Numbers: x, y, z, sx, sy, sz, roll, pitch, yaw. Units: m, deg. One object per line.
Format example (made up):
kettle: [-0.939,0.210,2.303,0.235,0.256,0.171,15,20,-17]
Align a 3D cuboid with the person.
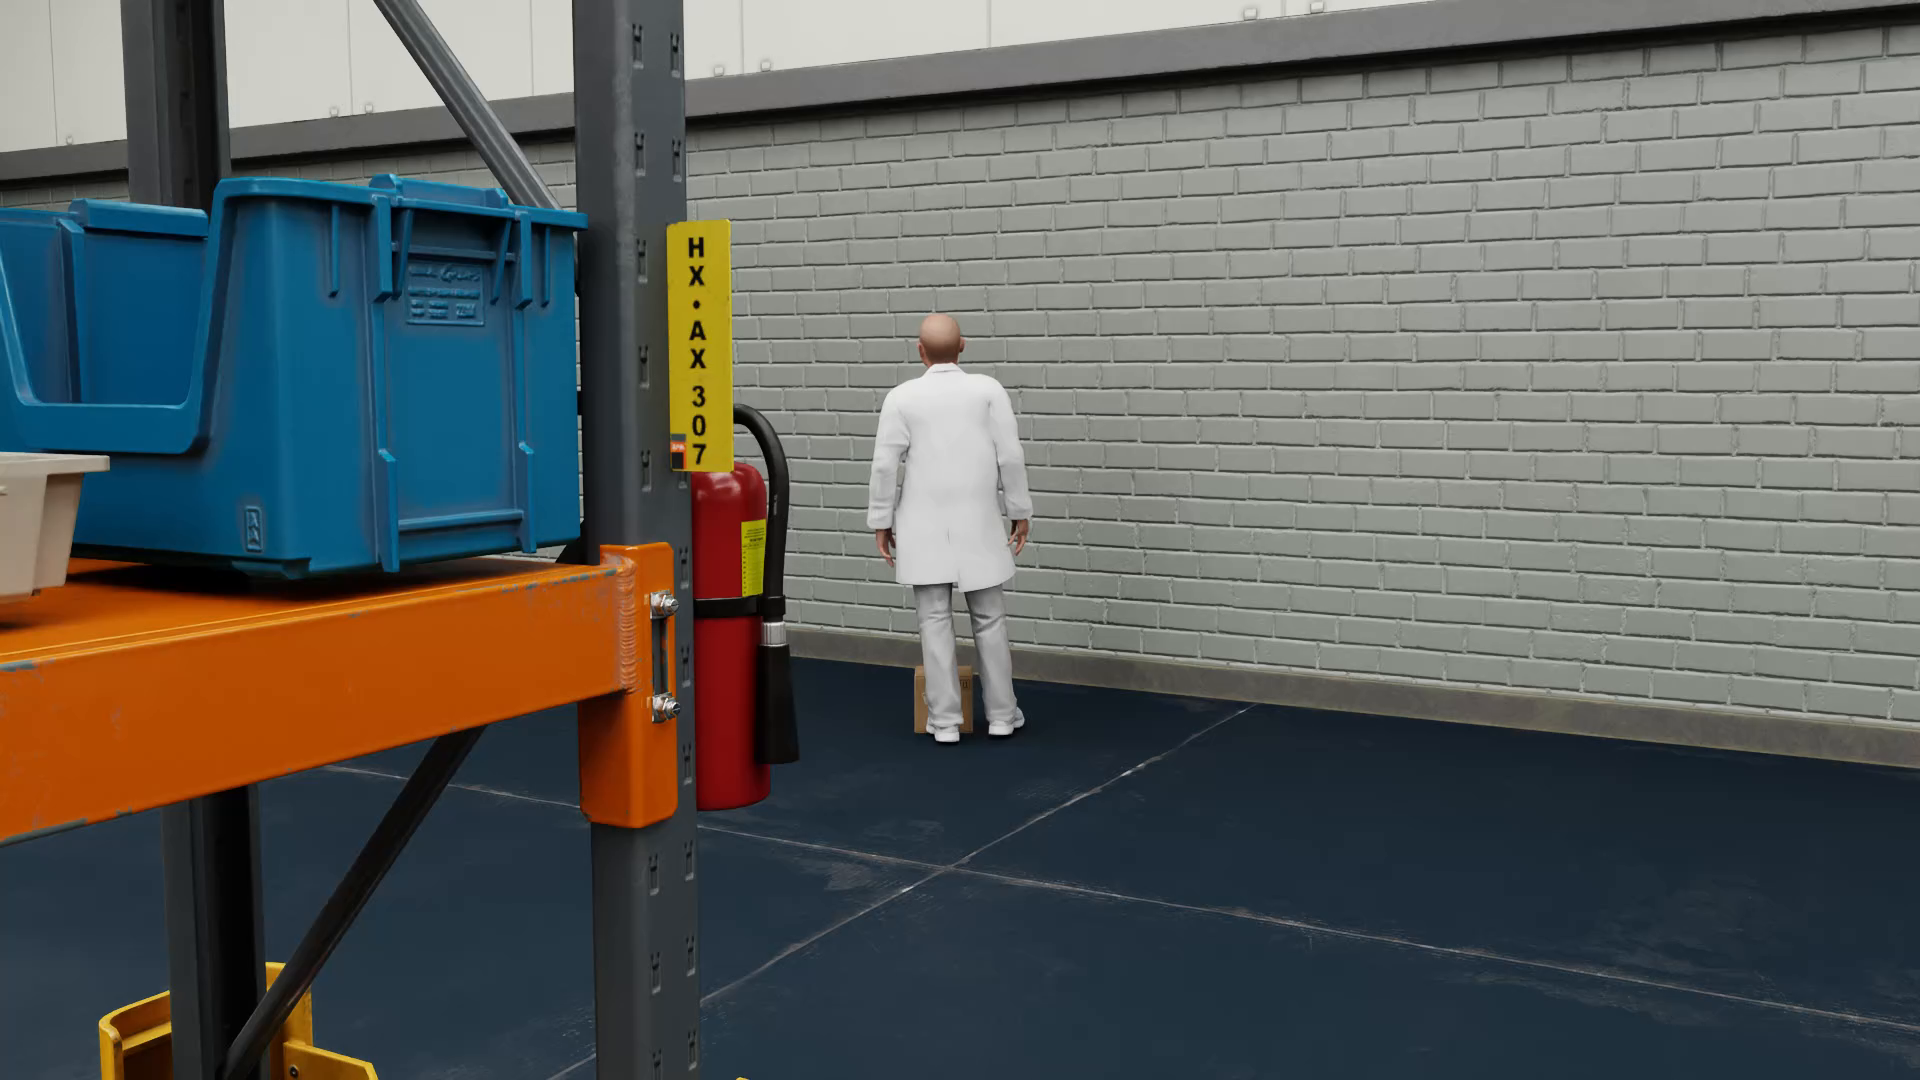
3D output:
person: [-0.041,-0.054,7.005,0.698,1.776,0.580,0,6,0]
